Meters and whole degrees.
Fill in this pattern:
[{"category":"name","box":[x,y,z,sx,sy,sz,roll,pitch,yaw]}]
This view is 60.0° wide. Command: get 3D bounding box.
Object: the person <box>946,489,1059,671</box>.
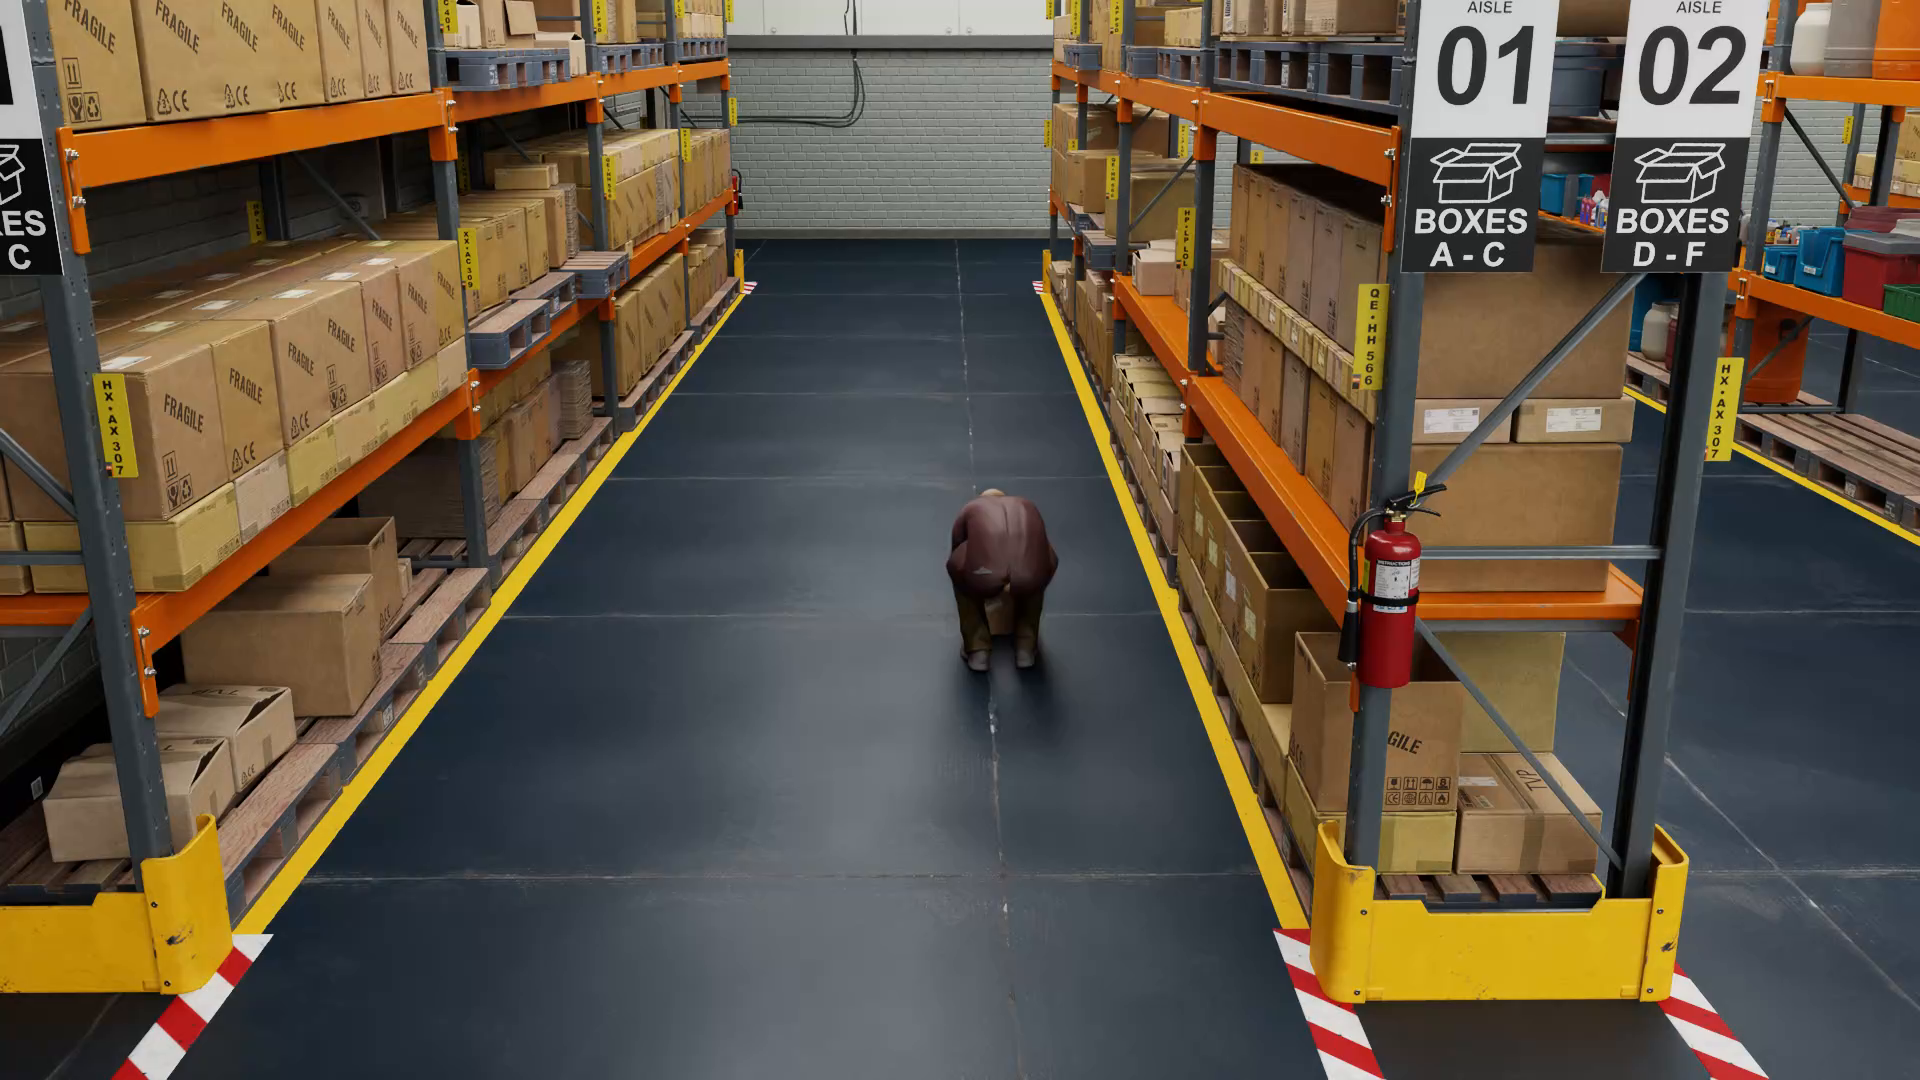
[{"category":"person","box":[0.213,0.192,8.604,0.581,0.848,0.952,-1,17,-2]}]
